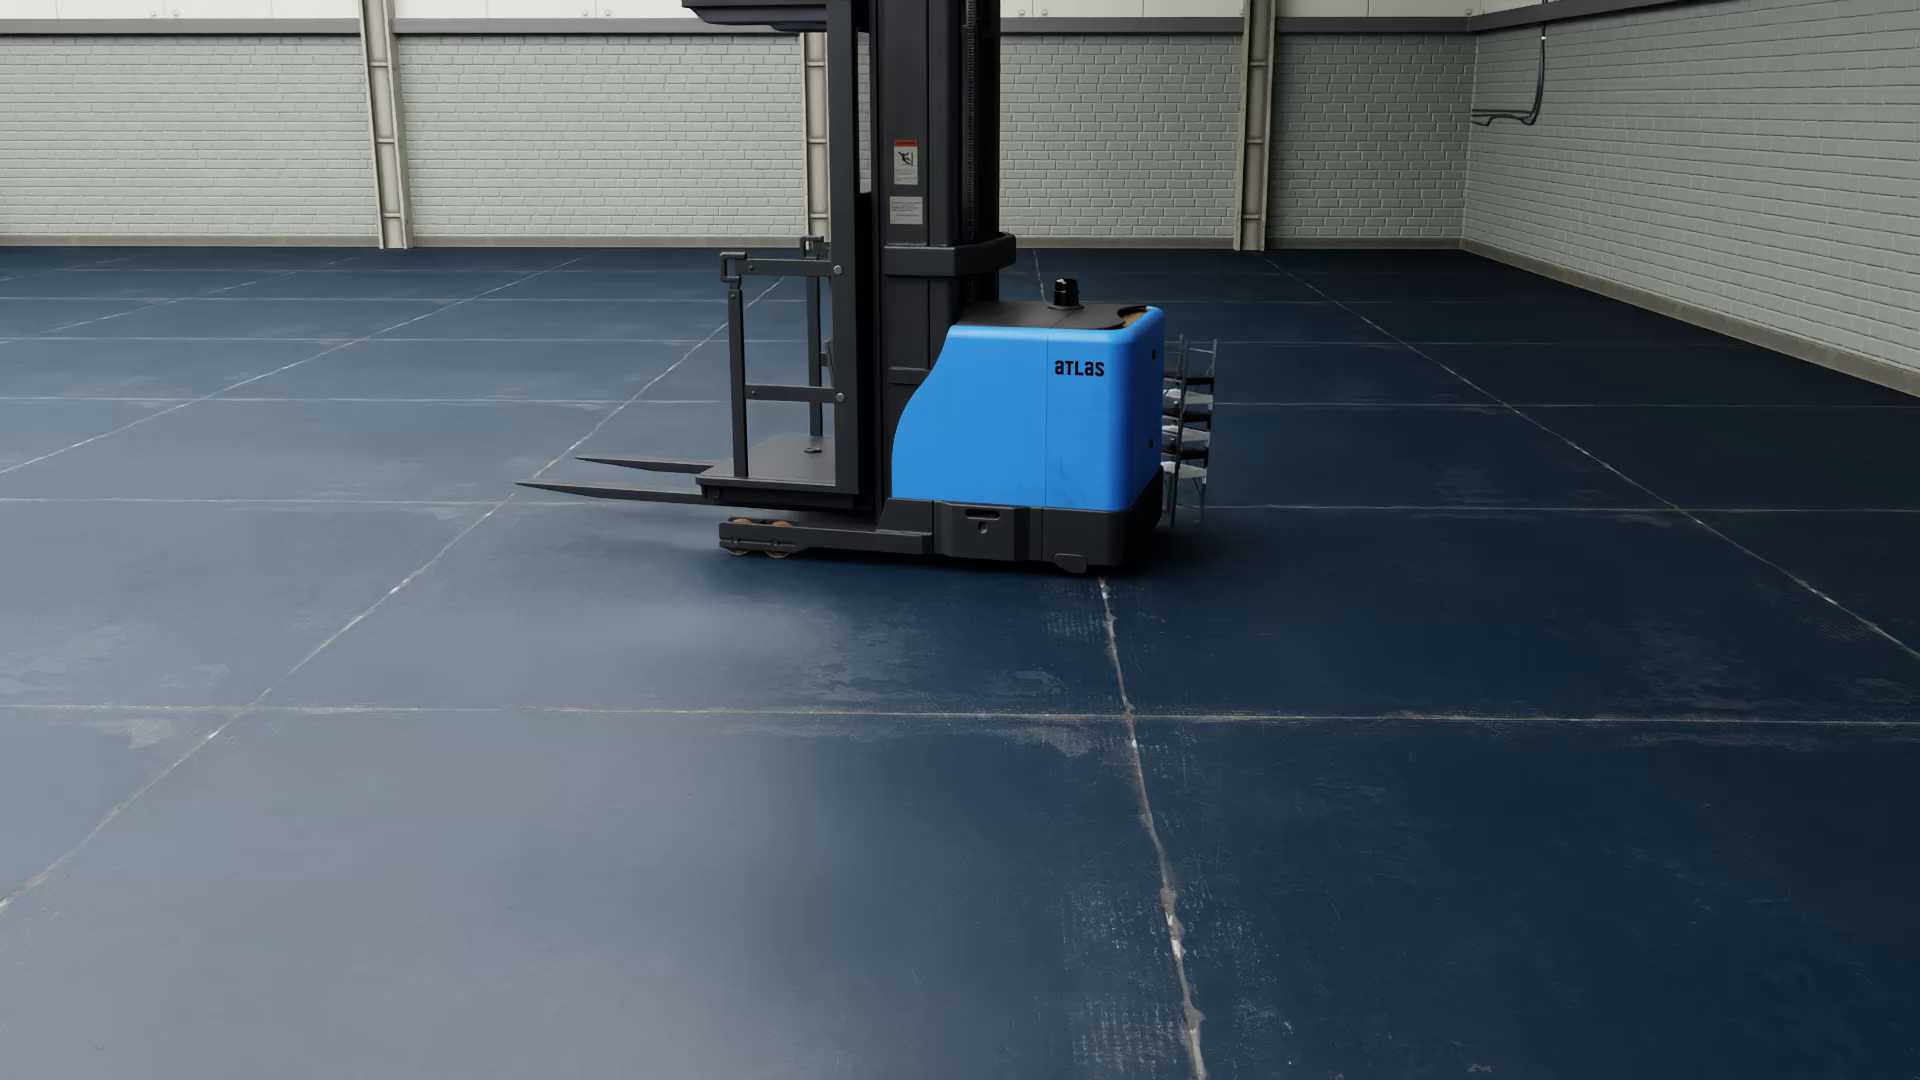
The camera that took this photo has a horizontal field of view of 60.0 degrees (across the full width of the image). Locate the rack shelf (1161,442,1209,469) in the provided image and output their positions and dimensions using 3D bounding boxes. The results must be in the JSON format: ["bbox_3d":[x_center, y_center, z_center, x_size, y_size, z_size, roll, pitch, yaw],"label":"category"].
[{"bbox_3d":[1.049,-0.413,8.102,0.200,0.077,0.258,-7,16,-39],"label":"rack shelf"}]

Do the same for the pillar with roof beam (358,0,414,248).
[{"bbox_3d":[-8.073,-7.391,18.215,0.400,9.000,9.100,0,15,1],"label":"pillar with roof beam"}]

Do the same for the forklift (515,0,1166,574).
[{"bbox_3d":[-0.602,-1.459,7.625,3.031,2.935,1.130,4,15,15],"label":"forklift"}]

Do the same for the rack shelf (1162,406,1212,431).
[{"bbox_3d":[1.058,-0.589,8.063,0.200,0.077,0.258,-7,16,-39],"label":"rack shelf"}]

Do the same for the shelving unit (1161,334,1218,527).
[{"bbox_3d":[1.055,-0.534,8.075,0.210,0.900,0.258,-7,16,-39],"label":"shelving unit"}]

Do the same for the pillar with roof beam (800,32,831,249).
[{"bbox_3d":[-2.074,-7.352,18.067,0.400,9.000,9.100,0,15,1],"label":"pillar with roof beam"}]

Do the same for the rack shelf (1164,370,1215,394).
[{"bbox_3d":[1.067,-0.765,8.024,0.200,0.077,0.258,-7,16,-39],"label":"rack shelf"}]

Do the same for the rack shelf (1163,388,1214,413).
[{"bbox_3d":[1.063,-0.677,8.044,0.200,0.077,0.258,-7,16,-39],"label":"rack shelf"}]

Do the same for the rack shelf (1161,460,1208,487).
[{"bbox_3d":[1.045,-0.326,8.121,0.200,0.077,0.258,-7,16,-39],"label":"rack shelf"}]

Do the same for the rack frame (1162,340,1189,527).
[{"bbox_3d":[0.977,-0.524,8.011,0.006,0.900,0.240,-7,16,-39],"label":"rack frame"}]

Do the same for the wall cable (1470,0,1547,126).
[{"bbox_3d":[6.945,-6.553,21.125,0.112,2.526,3.097,0,15,1],"label":"wall cable"}]

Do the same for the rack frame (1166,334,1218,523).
[{"bbox_3d":[1.133,-0.544,8.140,0.006,0.900,0.240,-7,16,-39],"label":"rack frame"}]

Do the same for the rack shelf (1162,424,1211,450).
[{"bbox_3d":[1.054,-0.501,8.082,0.200,0.077,0.258,-7,16,-39],"label":"rack shelf"}]

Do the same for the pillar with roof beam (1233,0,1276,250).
[{"bbox_3d":[3.924,-7.313,17.918,0.400,9.000,9.100,0,15,1],"label":"pillar with roof beam"}]
